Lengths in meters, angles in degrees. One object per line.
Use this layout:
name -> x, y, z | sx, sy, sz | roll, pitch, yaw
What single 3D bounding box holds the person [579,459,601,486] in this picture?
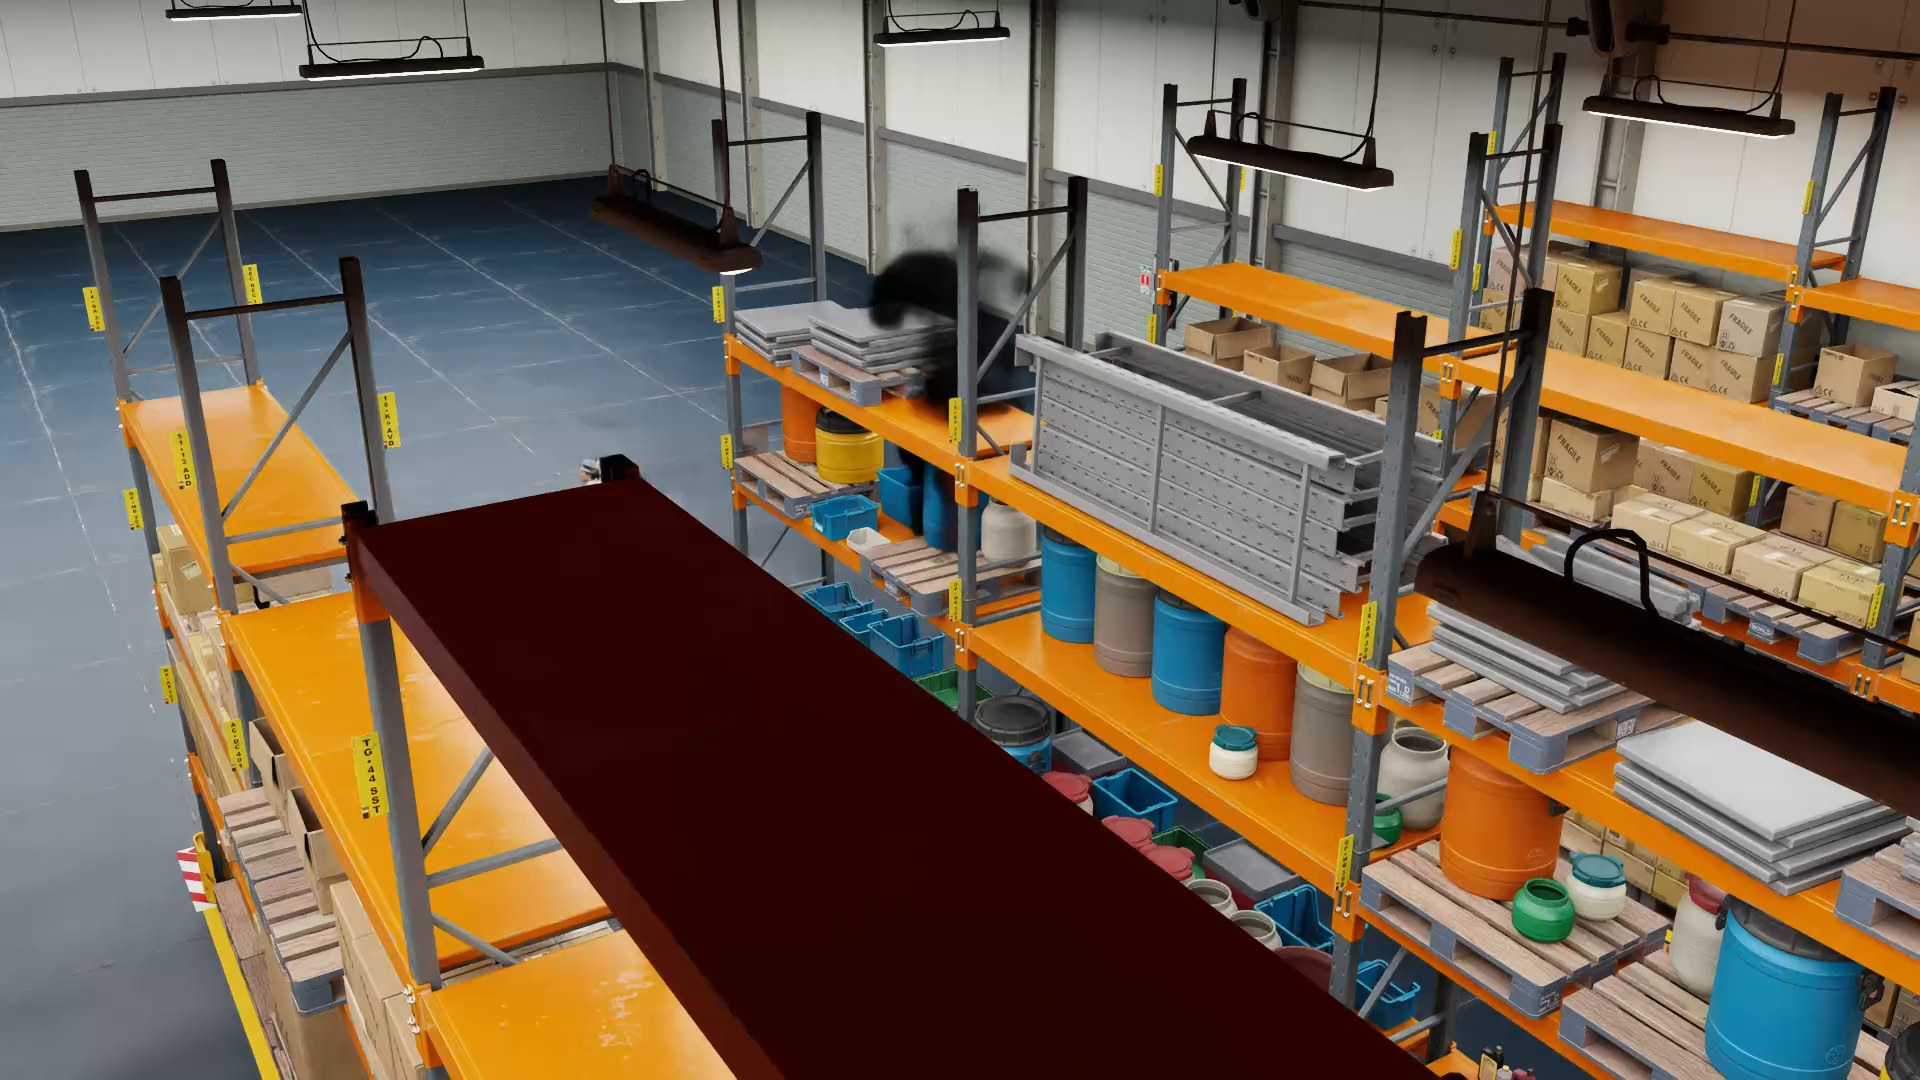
person -> -4.208, -0.125, 19.414 | 0.829, 1.739, 0.566 | -2, 22, -6
